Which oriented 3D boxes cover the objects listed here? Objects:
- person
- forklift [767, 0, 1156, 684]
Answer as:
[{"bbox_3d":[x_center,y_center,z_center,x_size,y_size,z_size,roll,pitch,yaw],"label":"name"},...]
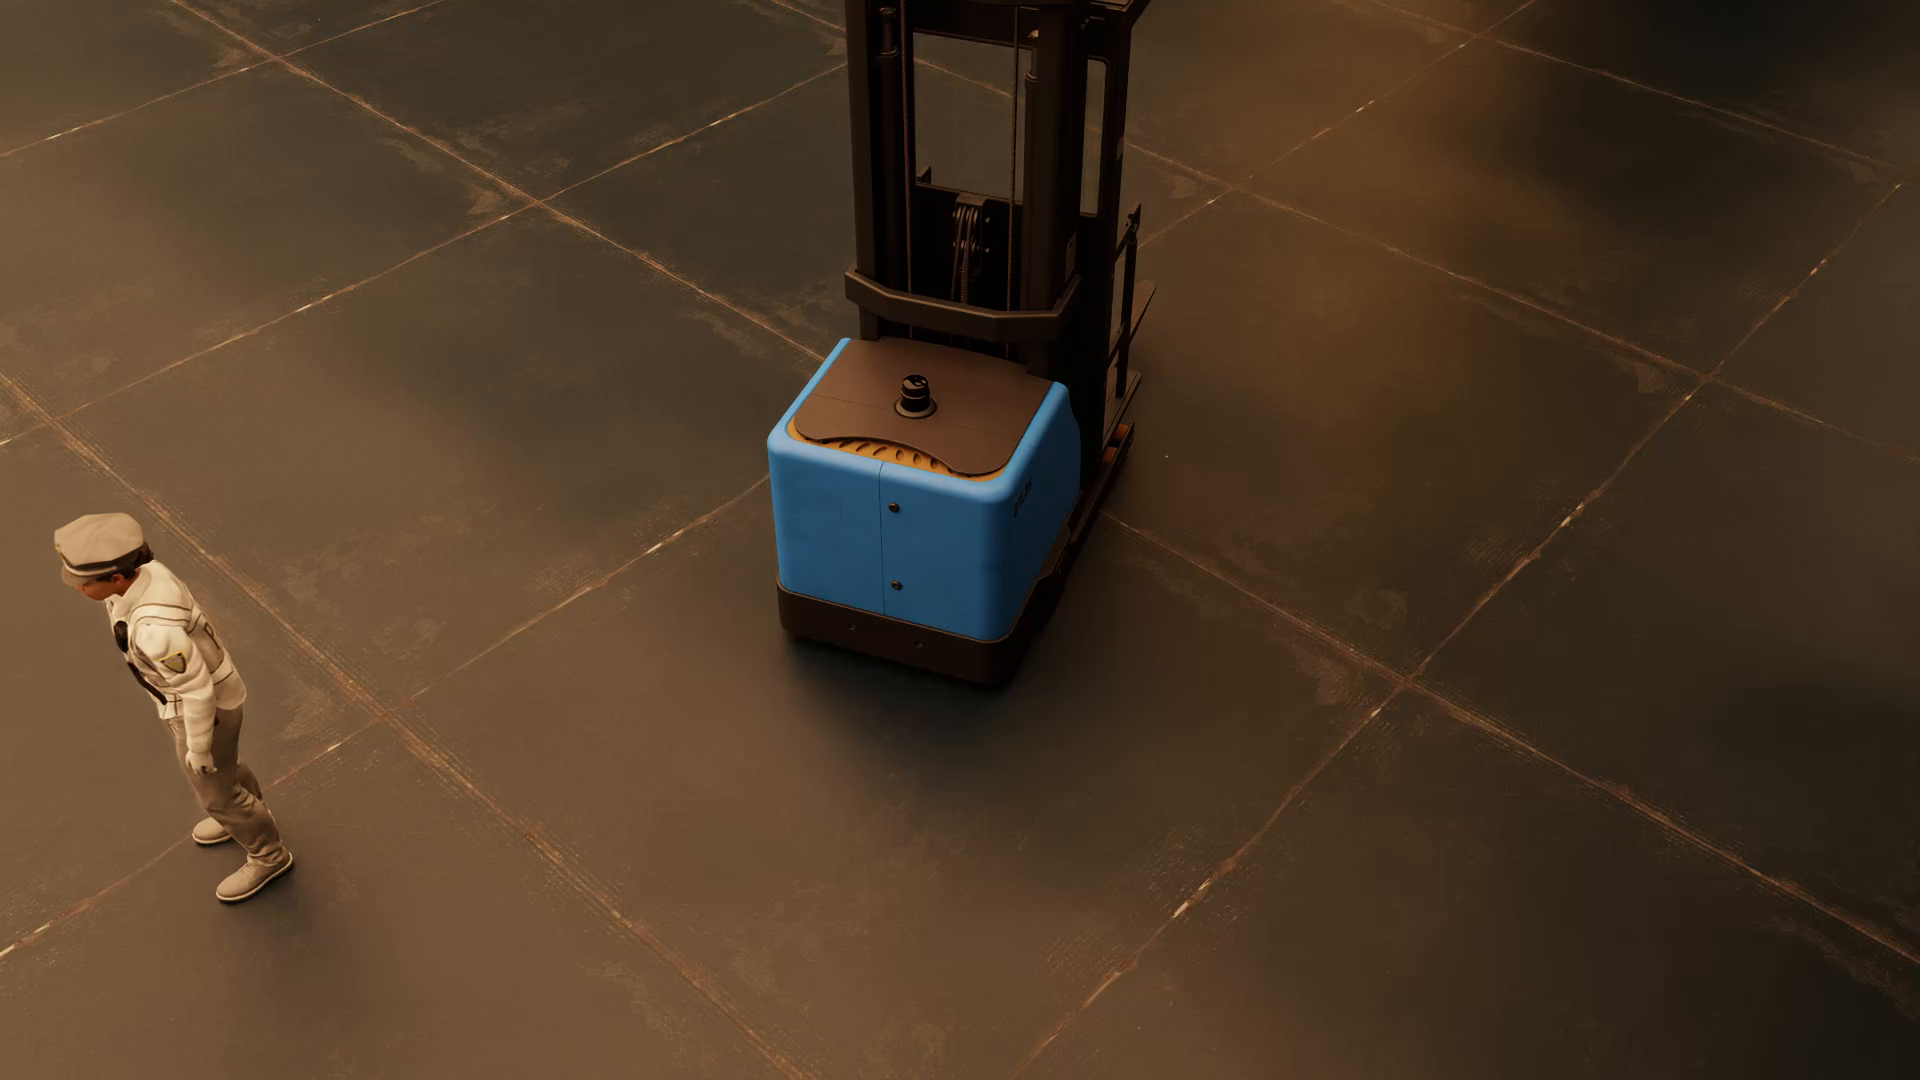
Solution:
[{"bbox_3d":[-2.659,0.573,5.734,0.373,1.665,0.543,-25,46,-26],"label":"person"},{"bbox_3d":[0.211,-1.484,7.158,1.130,2.935,3.031,14,42,15],"label":"forklift"}]
